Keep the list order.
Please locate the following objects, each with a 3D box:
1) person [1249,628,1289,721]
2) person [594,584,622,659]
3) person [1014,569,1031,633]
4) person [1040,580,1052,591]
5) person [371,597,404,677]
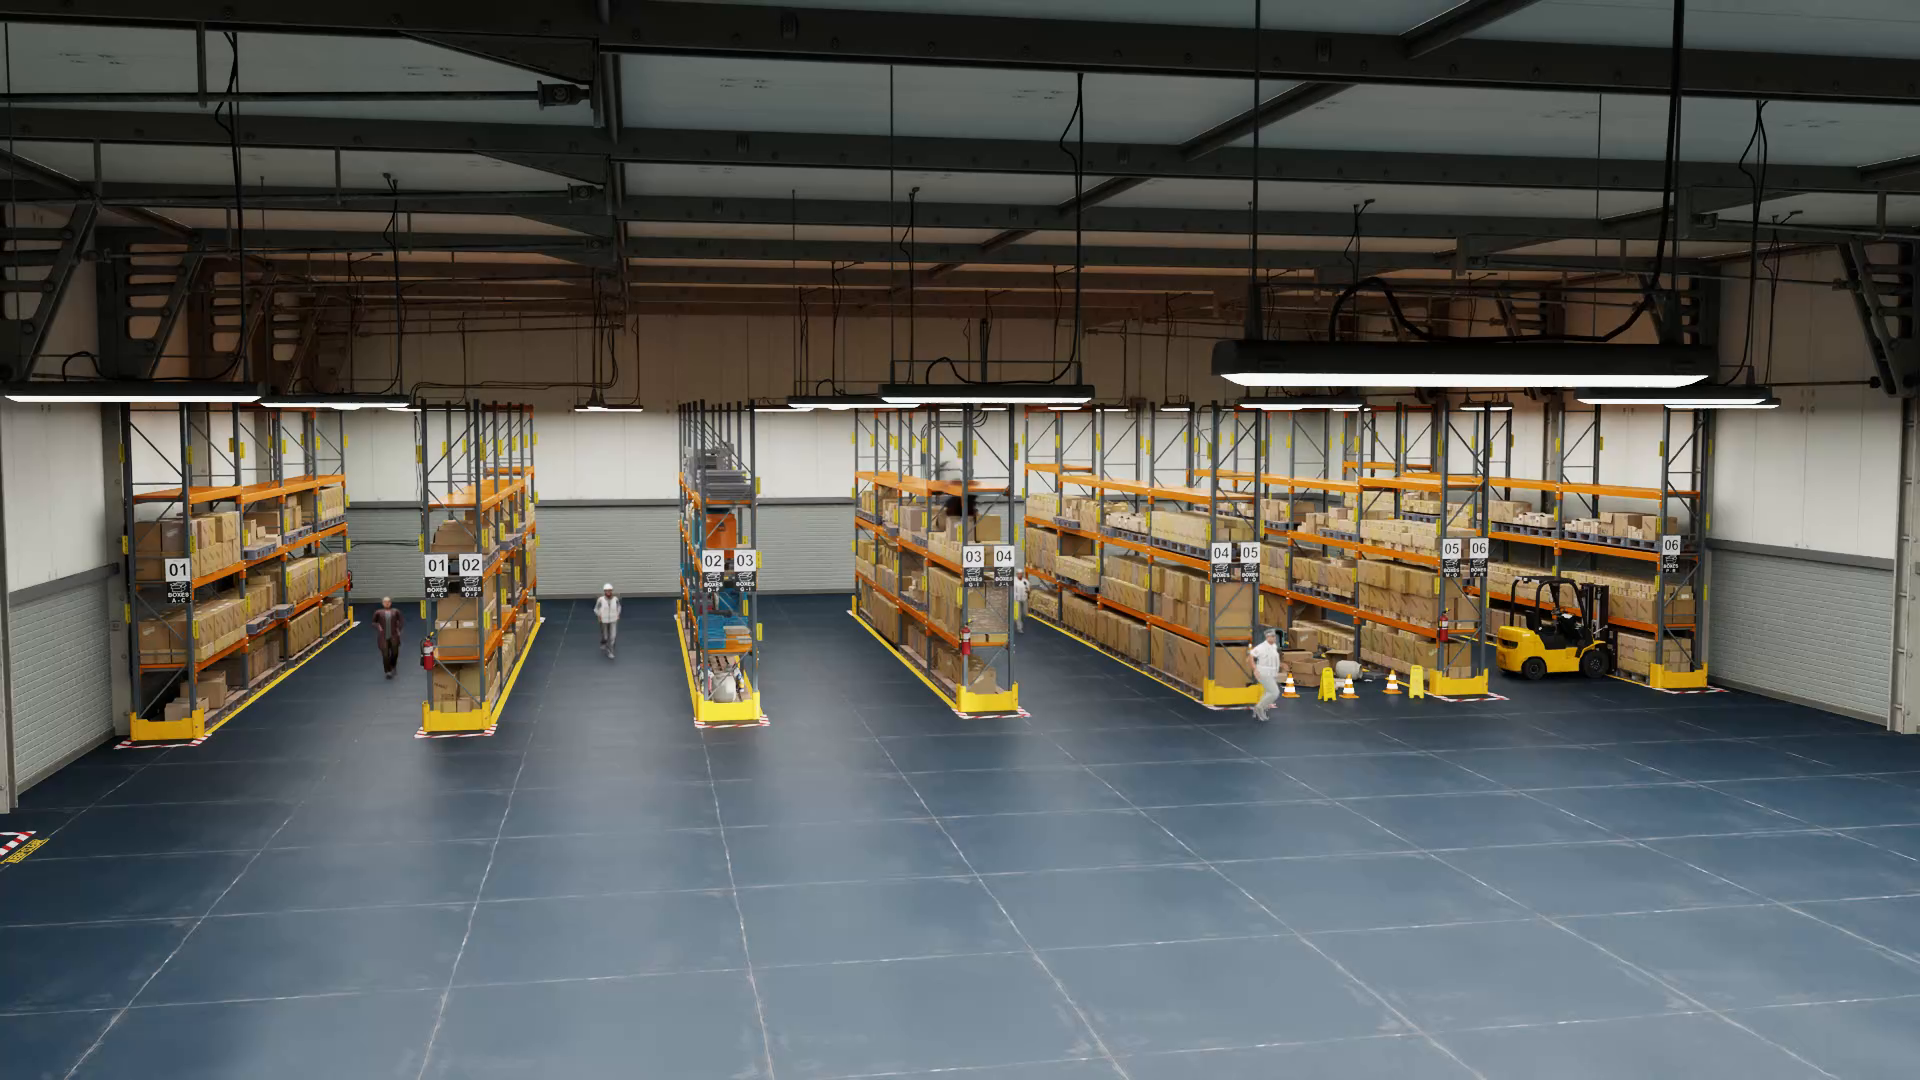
[{"bbox_3d":[5.773,2.508,30.965,0.732,1.739,0.641,4,6,40],"label":"person"},{"bbox_3d":[-8.305,1.898,39.250,0.655,1.744,0.815,-2,5,-21],"label":"person"},{"bbox_3d":[1.577,1.591,43.833,0.619,1.639,0.878,-1,4,-12],"label":"person"},{"bbox_3d":[2.683,1.131,50.048,0.574,1.626,0.578,0,4,-7],"label":"person"},{"bbox_3d":[-12.421,2.117,36.151,0.696,1.733,0.634,-2,5,-22],"label":"person"}]
